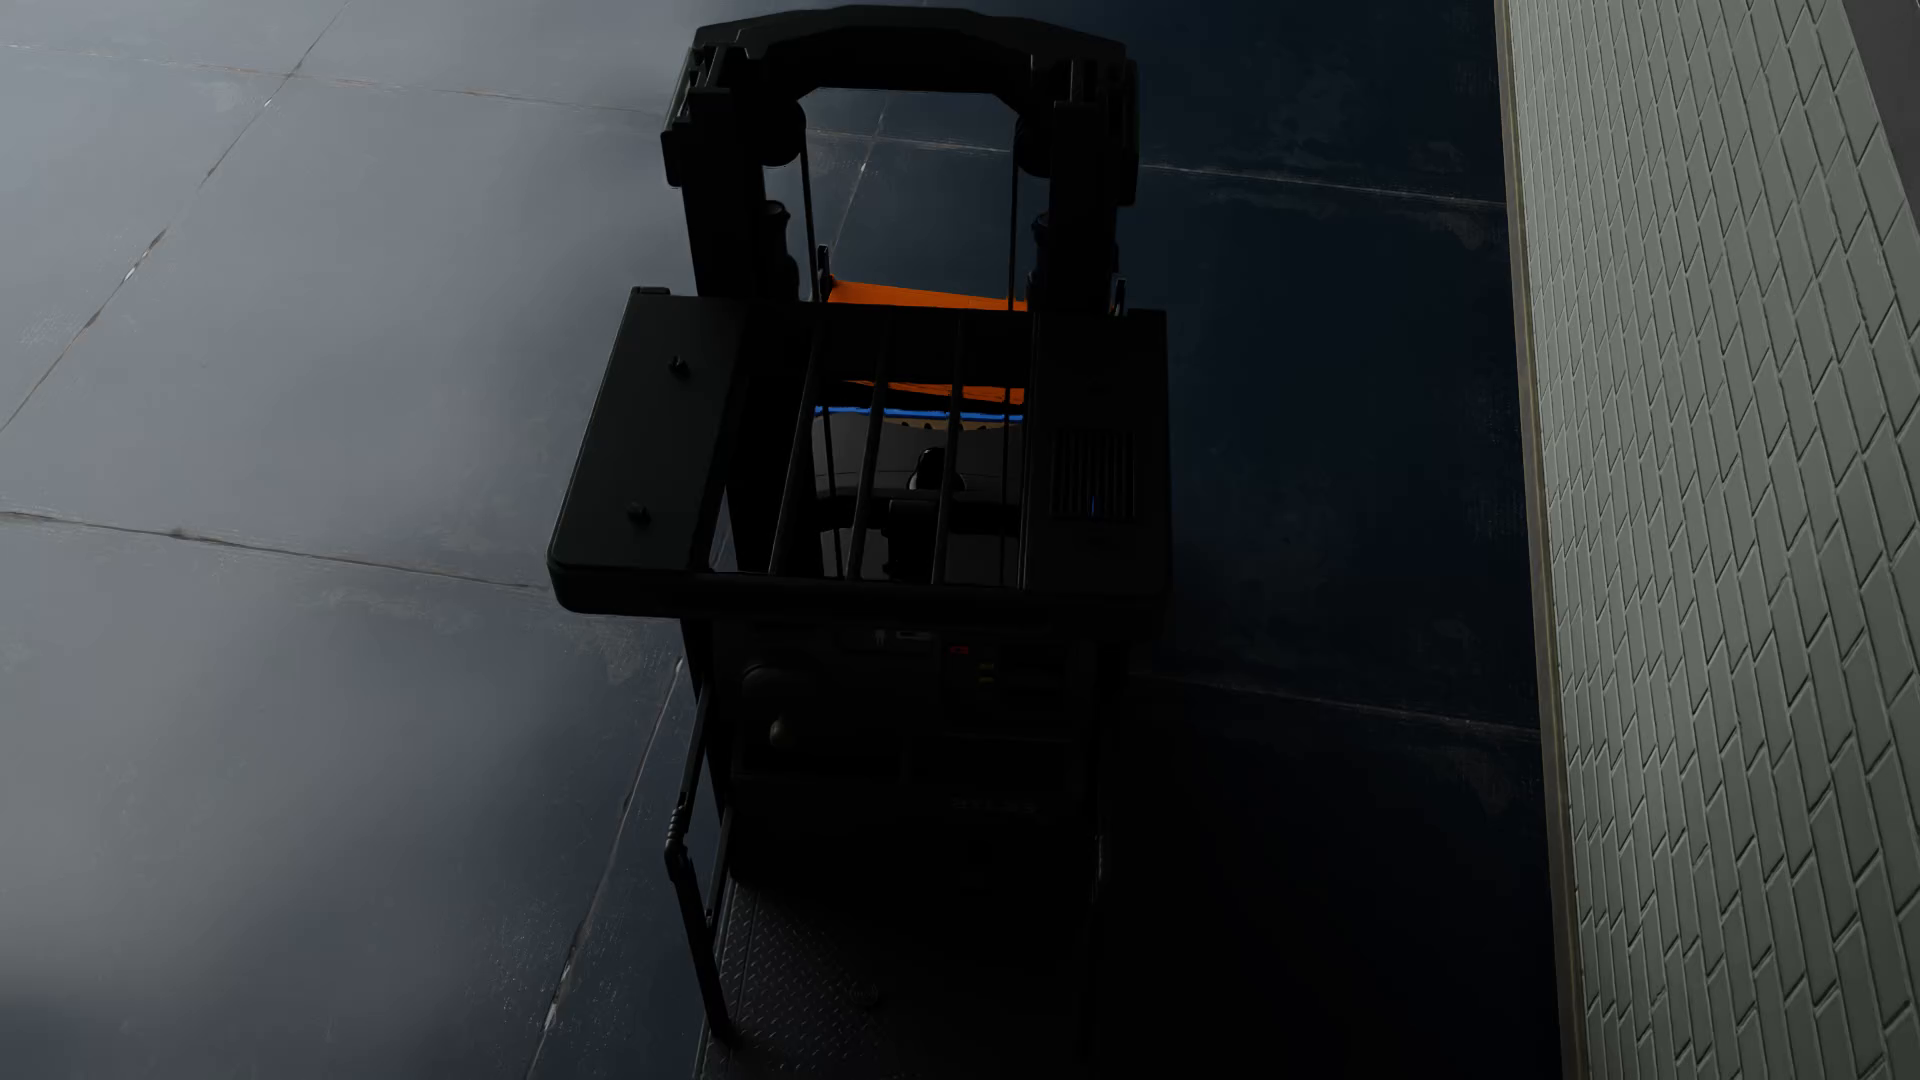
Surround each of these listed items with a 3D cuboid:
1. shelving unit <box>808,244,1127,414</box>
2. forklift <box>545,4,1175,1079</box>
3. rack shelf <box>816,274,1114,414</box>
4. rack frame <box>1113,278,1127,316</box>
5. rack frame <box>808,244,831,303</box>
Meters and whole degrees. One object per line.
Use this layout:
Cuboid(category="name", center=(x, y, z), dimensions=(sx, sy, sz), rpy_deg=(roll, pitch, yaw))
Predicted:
Cuboid(category="shelving unit", center=(-0.007, -0.377, 5.832), dimensions=(1.048, 1.125, 0.538), rpy_deg=(8, 49, 7))
Cuboid(category="forklift", center=(-0.148, 0.427, 3.896), dimensions=(1.130, 2.935, 3.031), rpy_deg=(3, 48, 3))
Cuboid(category="rack shelf", center=(-0.007, -0.572, 5.615), dimensions=(1.000, 0.278, 0.538), rpy_deg=(8, 49, 7))
Cuboid(category="rack frame", center=(0.494, -0.310, 5.772), dimensions=(0.032, 1.125, 0.500), rpy_deg=(8, 49, 7))
Cuboid(category="rack frame", center=(-0.507, -0.444, 5.893), dimensions=(0.032, 1.125, 0.500), rpy_deg=(8, 49, 7))
